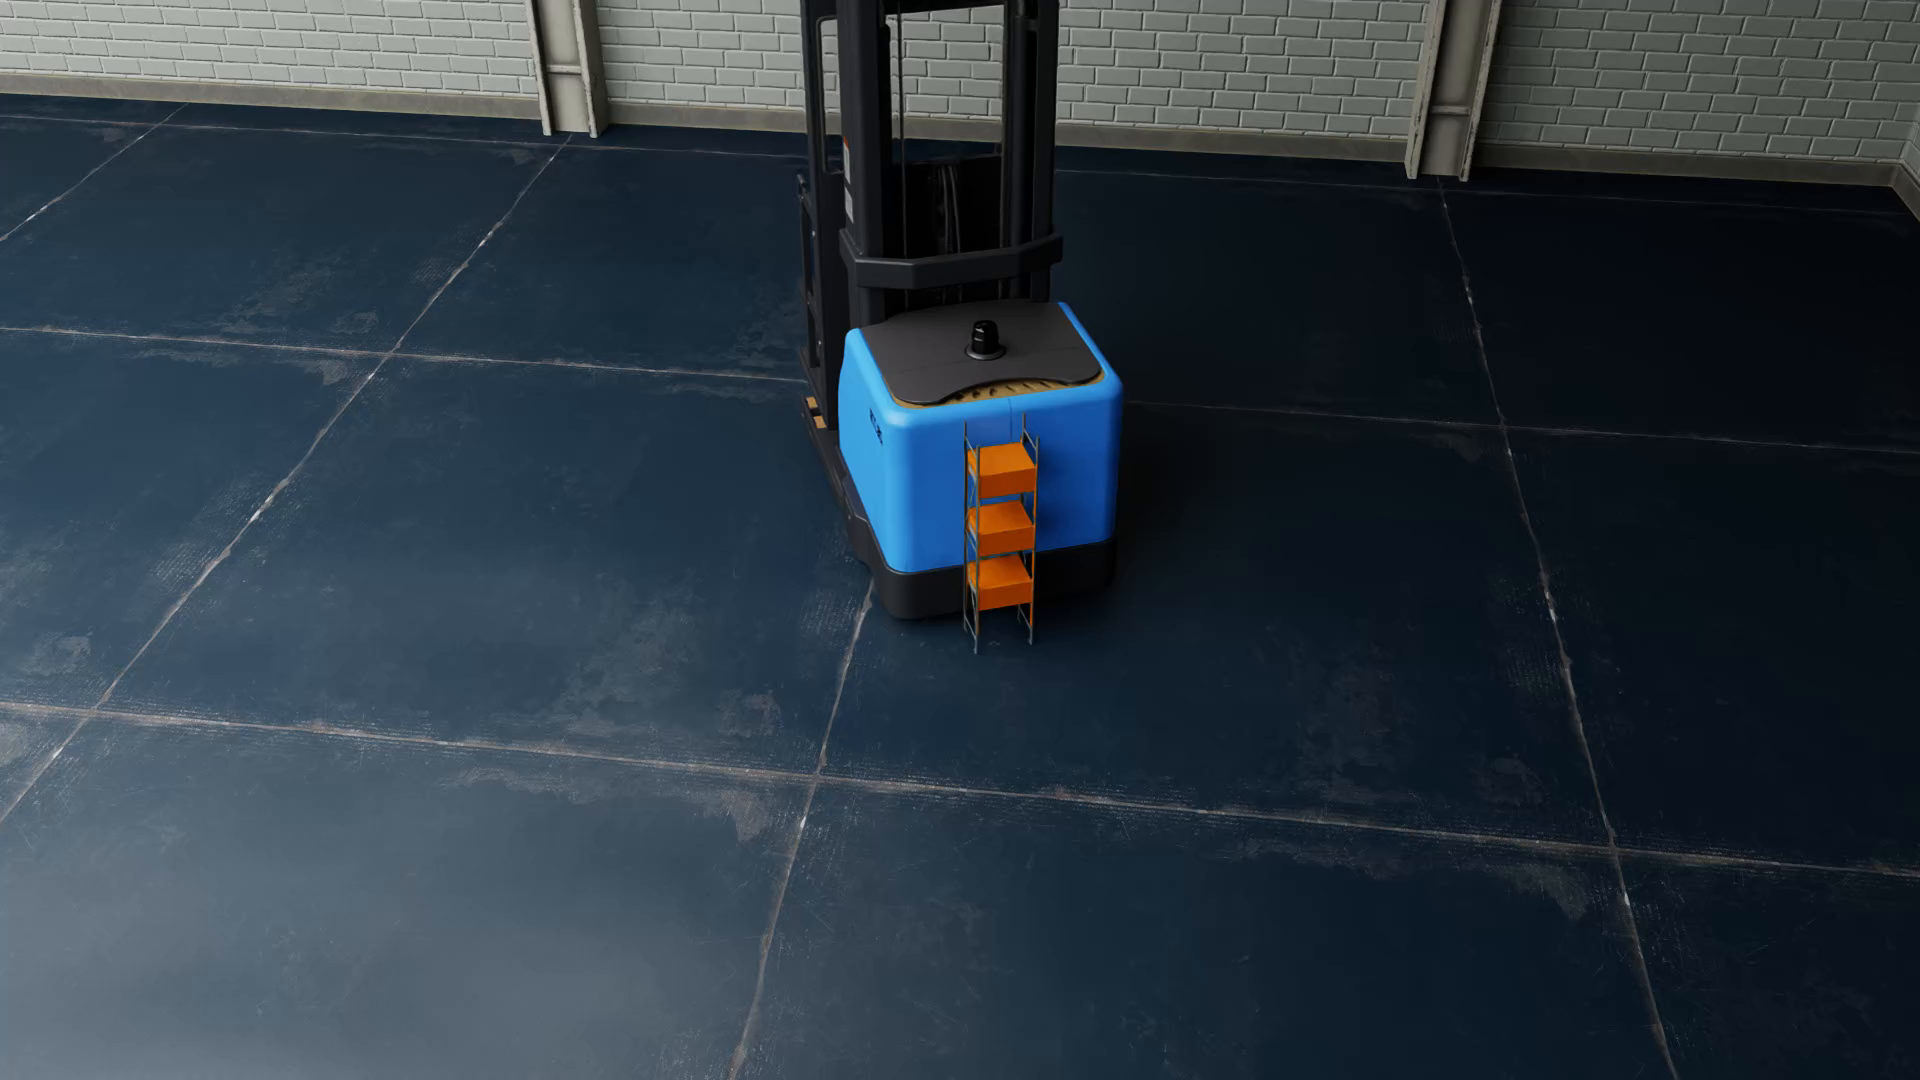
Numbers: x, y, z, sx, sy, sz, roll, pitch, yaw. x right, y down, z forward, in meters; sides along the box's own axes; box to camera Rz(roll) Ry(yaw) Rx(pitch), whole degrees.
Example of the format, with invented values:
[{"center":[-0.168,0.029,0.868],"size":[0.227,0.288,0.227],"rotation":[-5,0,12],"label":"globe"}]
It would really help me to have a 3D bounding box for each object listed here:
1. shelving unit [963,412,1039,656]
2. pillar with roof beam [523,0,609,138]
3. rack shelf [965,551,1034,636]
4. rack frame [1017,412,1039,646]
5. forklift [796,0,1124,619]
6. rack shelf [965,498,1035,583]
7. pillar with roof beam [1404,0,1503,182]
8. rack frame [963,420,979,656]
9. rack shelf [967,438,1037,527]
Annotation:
[{"center":[0.163,-0.012,6.862],"size":[0.252,1.050,0.215],"rotation":[-9,37,-13],"label":"shelving unit"},{"center":[-3.280,-4.123,5.781],"size":[0.400,9.000,9.100],"rotation":[4,36,6],"label":"pillar with roof beam"},{"center":[0.163,0.223,7.030],"size":[0.240,0.259,0.215],"rotation":[-9,37,-13],"label":"rack shelf"},{"center":[0.281,-0.030,6.889],"size":[0.008,1.050,0.200],"rotation":[-9,37,-13],"label":"rack frame"},{"center":[-0.192,-1.708,7.620],"size":[1.130,2.935,3.031],"rotation":[-9,37,-13],"label":"forklift"},{"center":[0.163,-0.003,6.869],"size":[0.240,0.259,0.215],"rotation":[-9,37,-13],"label":"rack shelf"},{"center":[2.672,-3.679,5.159],"size":[0.400,9.000,9.100],"rotation":[4,36,6],"label":"pillar with roof beam"},{"center":[0.045,0.007,6.836],"size":[0.008,1.050,0.200],"rotation":[-9,37,-13],"label":"rack frame"},{"center":[0.163,-0.234,6.704],"size":[0.240,0.259,0.215],"rotation":[-9,37,-13],"label":"rack shelf"}]
